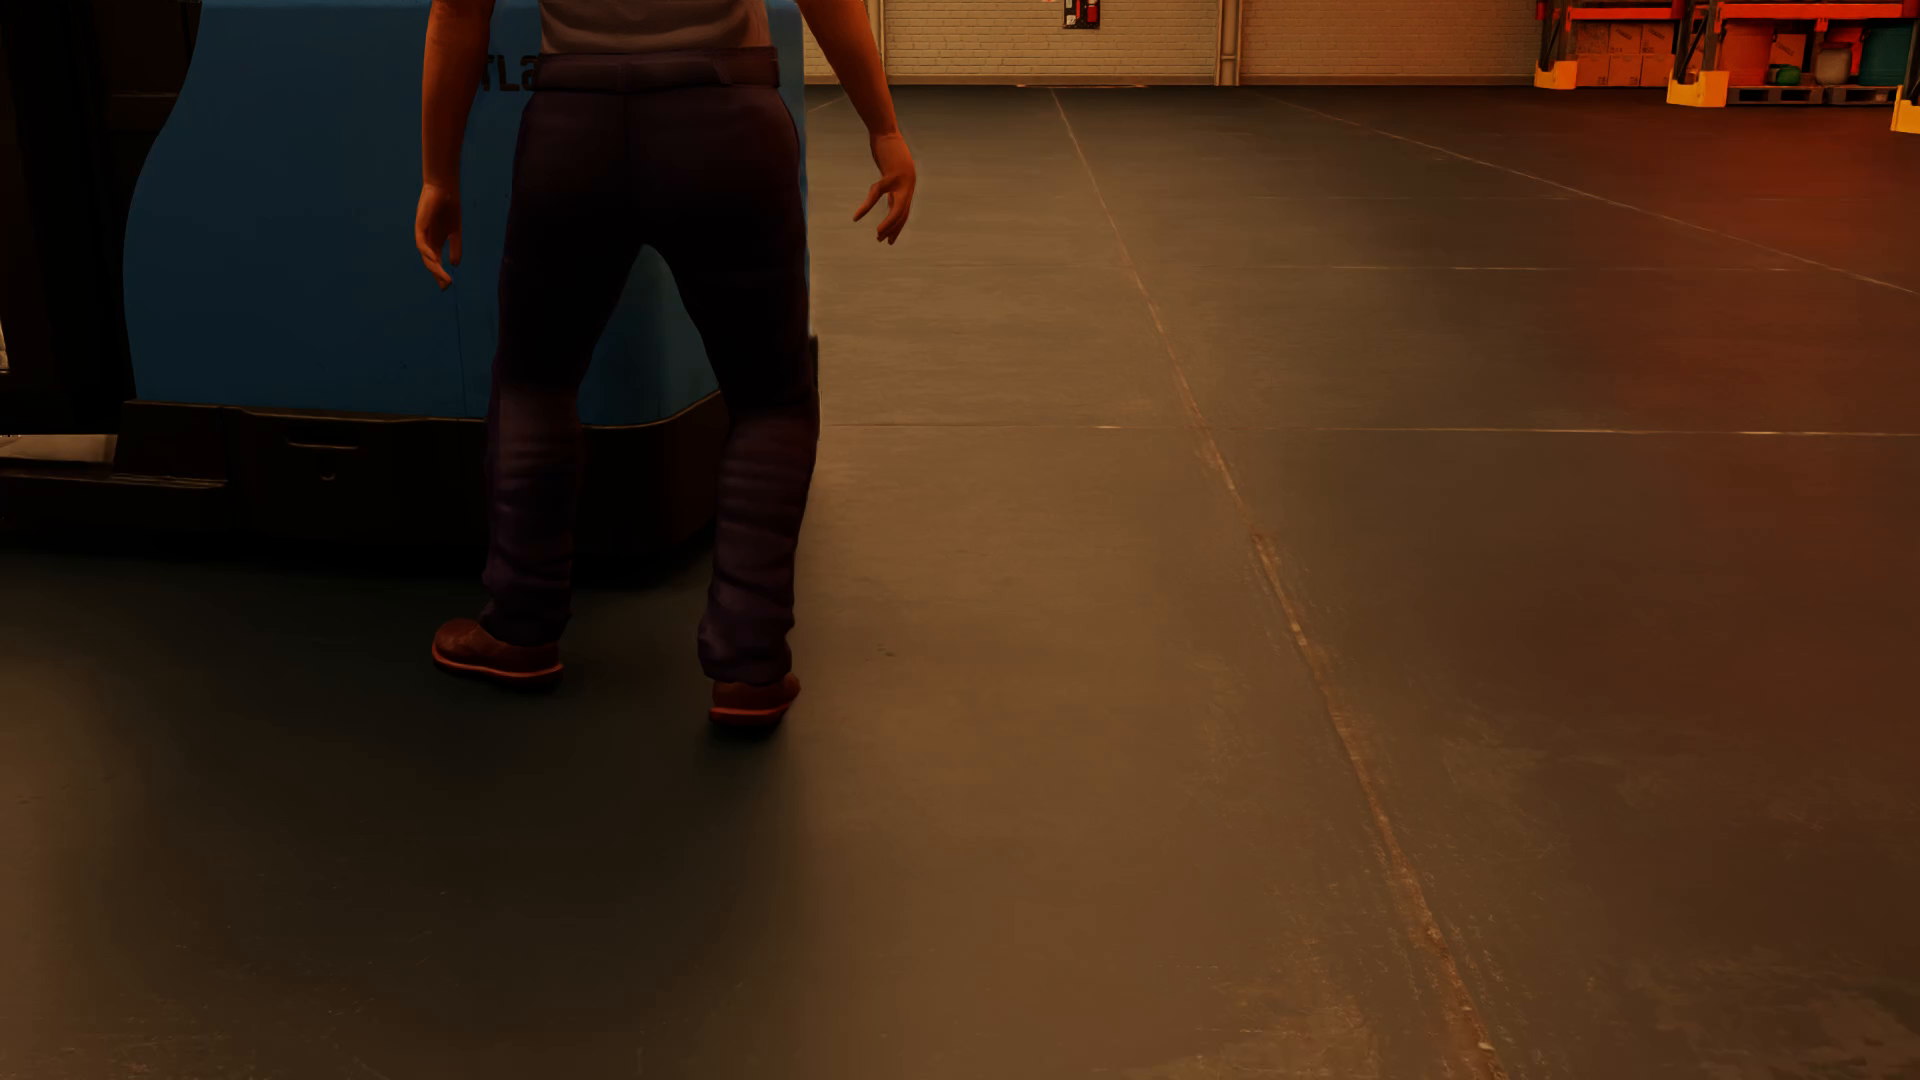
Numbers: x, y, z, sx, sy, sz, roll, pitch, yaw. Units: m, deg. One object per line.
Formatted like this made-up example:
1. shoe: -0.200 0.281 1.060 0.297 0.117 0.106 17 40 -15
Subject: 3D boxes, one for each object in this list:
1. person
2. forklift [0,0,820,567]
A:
1. person: -0.470 -0.519 2.415 0.836 1.629 0.422 3 17 8
2. forklift: -1.903 -1.548 3.413 3.031 2.935 1.130 4 18 12
